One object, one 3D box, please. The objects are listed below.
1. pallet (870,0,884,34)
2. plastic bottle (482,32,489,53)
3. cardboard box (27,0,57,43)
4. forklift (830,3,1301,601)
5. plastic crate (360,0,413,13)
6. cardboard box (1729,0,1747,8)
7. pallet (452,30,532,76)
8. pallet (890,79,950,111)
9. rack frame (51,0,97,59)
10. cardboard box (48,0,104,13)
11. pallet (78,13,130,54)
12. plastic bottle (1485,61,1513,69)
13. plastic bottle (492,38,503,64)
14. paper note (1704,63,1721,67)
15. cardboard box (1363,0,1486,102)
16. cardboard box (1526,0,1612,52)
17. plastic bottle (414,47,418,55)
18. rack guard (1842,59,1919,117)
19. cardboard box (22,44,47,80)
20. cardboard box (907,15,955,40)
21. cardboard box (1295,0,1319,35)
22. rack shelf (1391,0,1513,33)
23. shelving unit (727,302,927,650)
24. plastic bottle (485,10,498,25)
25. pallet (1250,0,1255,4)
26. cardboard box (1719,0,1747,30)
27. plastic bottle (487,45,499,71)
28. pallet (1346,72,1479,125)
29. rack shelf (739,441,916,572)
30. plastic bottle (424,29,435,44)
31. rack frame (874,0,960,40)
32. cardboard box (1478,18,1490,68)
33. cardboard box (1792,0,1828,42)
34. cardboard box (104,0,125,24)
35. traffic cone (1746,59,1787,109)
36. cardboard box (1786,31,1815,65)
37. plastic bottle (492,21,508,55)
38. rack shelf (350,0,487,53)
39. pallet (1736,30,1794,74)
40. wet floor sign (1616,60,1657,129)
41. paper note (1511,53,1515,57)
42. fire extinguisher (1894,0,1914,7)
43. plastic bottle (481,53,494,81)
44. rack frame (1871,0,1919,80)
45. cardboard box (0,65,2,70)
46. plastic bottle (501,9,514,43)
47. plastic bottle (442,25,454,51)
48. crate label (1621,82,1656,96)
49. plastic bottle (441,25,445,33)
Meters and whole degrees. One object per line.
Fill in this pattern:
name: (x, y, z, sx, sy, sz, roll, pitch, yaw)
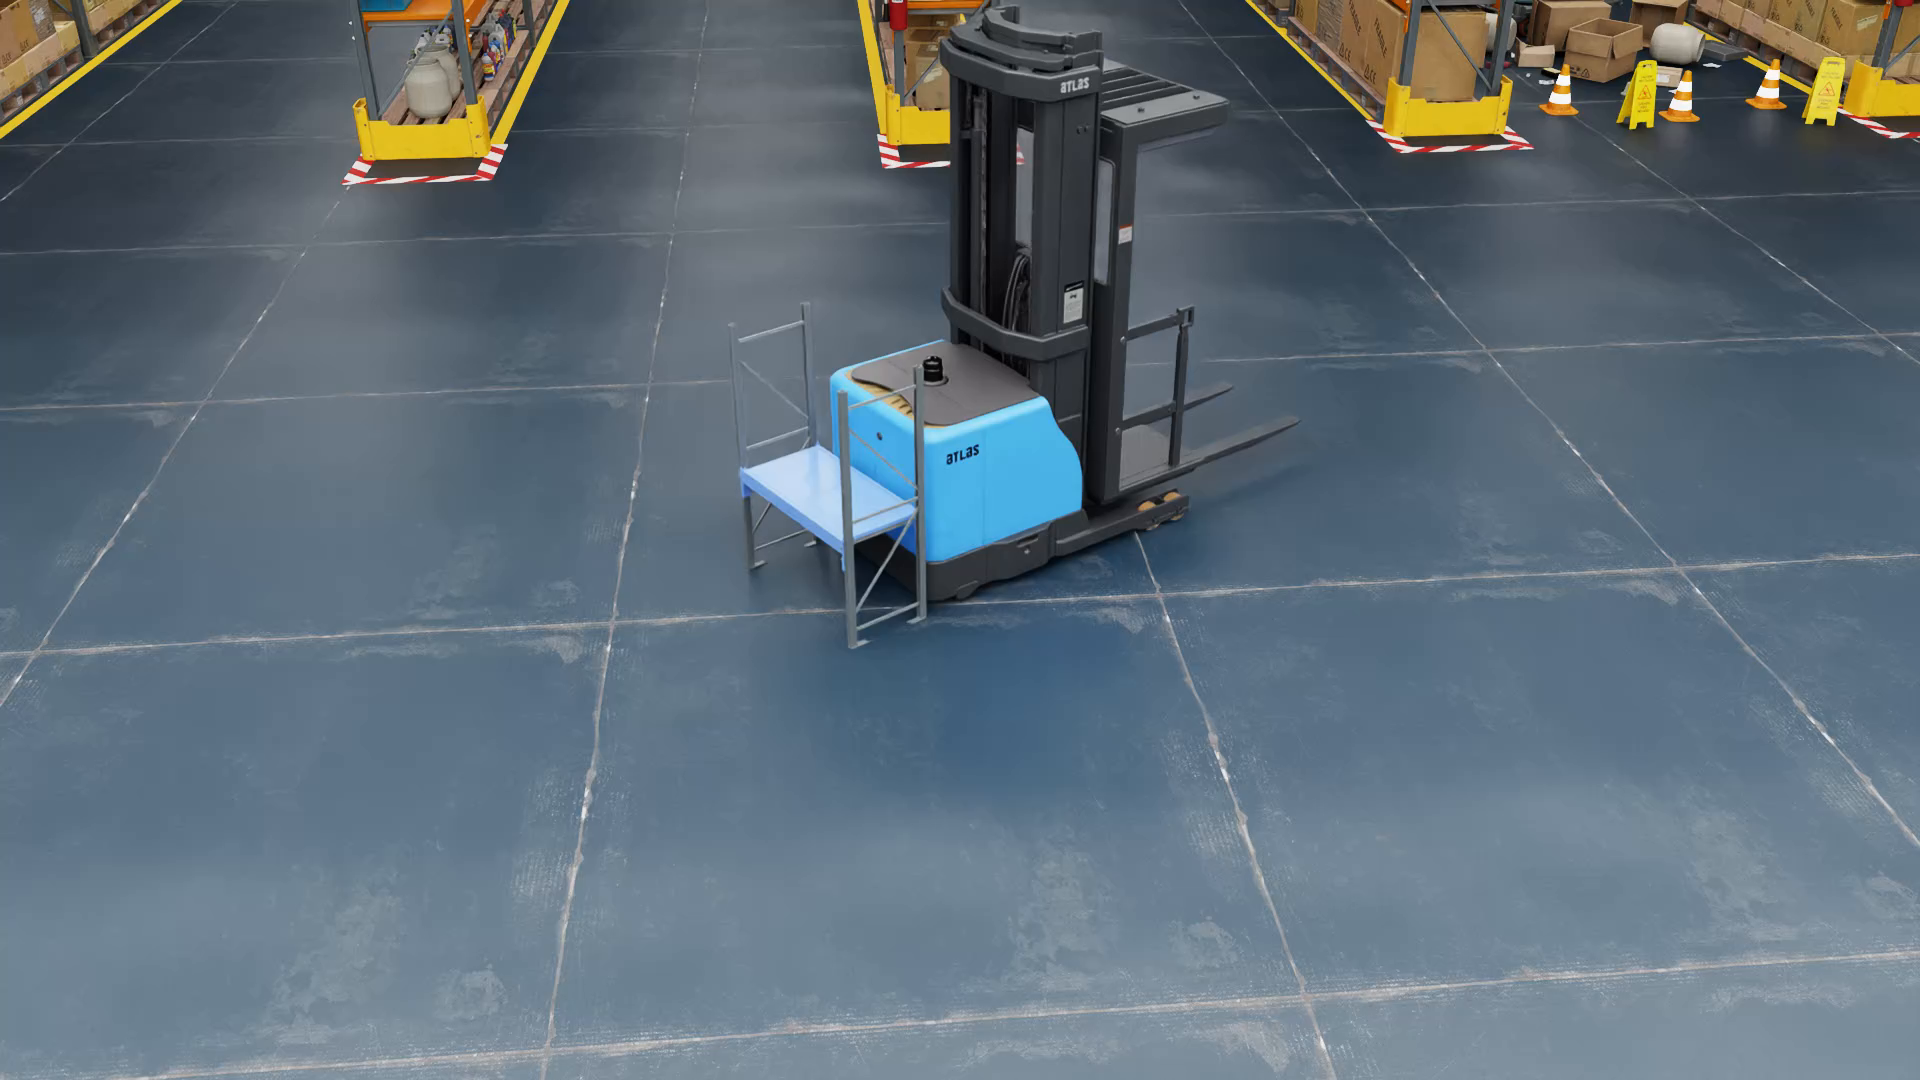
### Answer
pallet: (-0.575, -6.445, 20.335, 1.003, 0.211, 1.213, -3, 31, -5)
plastic bottle: (-5.132, -5.364, 18.025, 0.061, 0.283, 0.133, -3, 31, -5)
cardboard box: (-10.068, -5.612, 17.761, 0.500, 0.500, 0.500, -3, 31, -5)
forklift: (0.754, -1.516, 9.430, 3.031, 2.935, 1.130, -20, 36, -30)
plastic crate: (-5.403, -5.143, 15.580, 0.499, 0.251, 0.616, -3, 31, -5)
cardboard box: (9.214, -6.455, 19.172, 0.500, 0.500, 0.500, -2, 31, -3)
pallet: (-5.411, -5.466, 18.695, 1.003, 0.211, 1.213, -3, 31, -5)
pallet: (-0.175, -4.461, 17.013, 1.003, 0.211, 1.213, -3, 31, -5)
rack frame: (-10.364, -6.773, 18.163, 1.000, 3.000, 0.127, -3, 31, -5)
cardboard box: (-10.155, -6.236, 18.990, 0.500, 0.311, 0.500, -3, 31, -4)
pallet: (-10.472, -5.950, 19.505, 1.003, 0.211, 1.213, -3, 31, -5)
plastic bottle: (6.032, -5.319, 18.595, 0.283, 0.061, 0.133, -14, 33, -22)
plastic bottle: (-4.978, -5.253, 17.852, 0.097, 0.271, 0.097, 0, 31, 0)
paper note: (8.431, -5.324, 18.634, 0.142, 0.019, 0.148, -14, 33, -22)
cardboard box: (4.691, -5.000, 16.859, 0.875, 0.875, 0.875, -3, 31, -4)
cardboard box: (6.959, -5.917, 19.033, 0.797, 0.637, 0.503, -3, 31, -5)
plastic bottle: (-5.663, -5.032, 17.476, 0.152, 0.276, 0.135, -3, 31, -4)
rack guard: (9.732, -4.643, 17.036, 1.175, 0.500, 0.348, -3, 31, -5)
cardboard box: (-10.005, -5.036, 17.527, 0.500, 0.250, 0.500, -3, 31, -5)
cardboard box: (-0.299, -5.254, 17.649, 0.500, 0.500, 0.500, 0, 31, 0)
cardboard box: (4.436, -6.375, 19.160, 0.875, 0.875, 0.875, -2, 31, -4)
rack shelf: (4.634, -6.101, 17.741, 1.077, 0.370, 4.000, -3, 31, -5)
shelving unit: (-0.701, -0.352, 8.877, 0.538, 1.500, 1.048, -22, 37, -32)
plastic bottle: (-5.229, -5.738, 18.585, 0.144, 0.351, 0.185, -3, 31, -5)
pallet: (4.182, -7.249, 21.680, 1.003, 0.211, 1.213, -3, 31, -5)
cardboard box: (9.213, -6.134, 19.366, 0.500, 0.250, 0.500, -1, 31, -2)
plastic bottle: (-4.950, -5.099, 17.593, 0.097, 0.271, 0.097, 0, 31, 0)
pallet: (4.668, -4.596, 17.239, 1.003, 0.211, 1.213, -3, 31, -5)
rack shelf: (-0.701, -0.198, 8.970, 0.538, 0.185, 1.000, -22, 37, -32)
plastic bottle: (-5.713, -5.314, 17.876, 0.144, 0.351, 0.185, -3, 31, -5)
rack frame: (-0.501, -7.245, 18.955, 1.000, 3.000, 0.127, -3, 31, -5)
cardboard box: (5.614, -5.616, 18.662, 0.500, 0.500, 0.500, 2, 31, 4)
cardboard box: (9.353, -5.662, 17.845, 0.500, 0.500, 0.500, -2, 31, -3)
cardboard box: (-10.202, -6.251, 19.562, 0.500, 0.250, 0.500, -2, 31, -3)
traffic cone: (8.415, -4.746, 17.245, 0.336, 0.463, 0.334, -3, 31, -5)
cardboard box: (9.356, -5.342, 18.041, 0.500, 0.250, 0.500, -3, 31, -4)
plastic bottle: (-5.037, -5.482, 18.156, 0.144, 0.351, 0.185, -3, 31, -5)
rack shelf: (-5.245, -5.678, 17.032, 1.077, 0.370, 4.000, -3, 31, -5)
pallet: (9.581, -5.557, 18.848, 1.003, 0.211, 1.213, -3, 31, -5)
wet floor sign: (6.795, -4.458, 16.585, 0.267, 0.644, 0.232, -8, 32, -13)
paper note: (6.396, -5.548, 19.015, 0.172, 0.023, 0.155, 8, 32, 13)
fire extinguisher: (9.291, -5.564, 16.216, 0.296, 0.674, 0.183, -3, 31, -5)
plastic bottle: (-4.918, -4.924, 17.300, 0.097, 0.271, 0.097, 0, 31, 0)
rack frame: (9.739, -5.678, 16.331, 1.000, 3.000, 0.127, -3, 31, -5)
cardboard box: (-9.927, -4.846, 16.479, 0.500, 0.500, 0.500, -3, 31, -5)
plastic bottle: (-5.085, -5.745, 18.596, 0.144, 0.351, 0.185, -4, 31, -6)
plastic bottle: (-5.636, -5.525, 18.307, 0.097, 0.271, 0.097, 0, 31, 0)
crate label: (7.206, -4.778, 17.616, 0.250, 0.136, 0.298, -20, 36, -30)
plastic bottle: (-5.770, -5.628, 18.401, 0.144, 0.351, 0.185, -2, 31, -3)
